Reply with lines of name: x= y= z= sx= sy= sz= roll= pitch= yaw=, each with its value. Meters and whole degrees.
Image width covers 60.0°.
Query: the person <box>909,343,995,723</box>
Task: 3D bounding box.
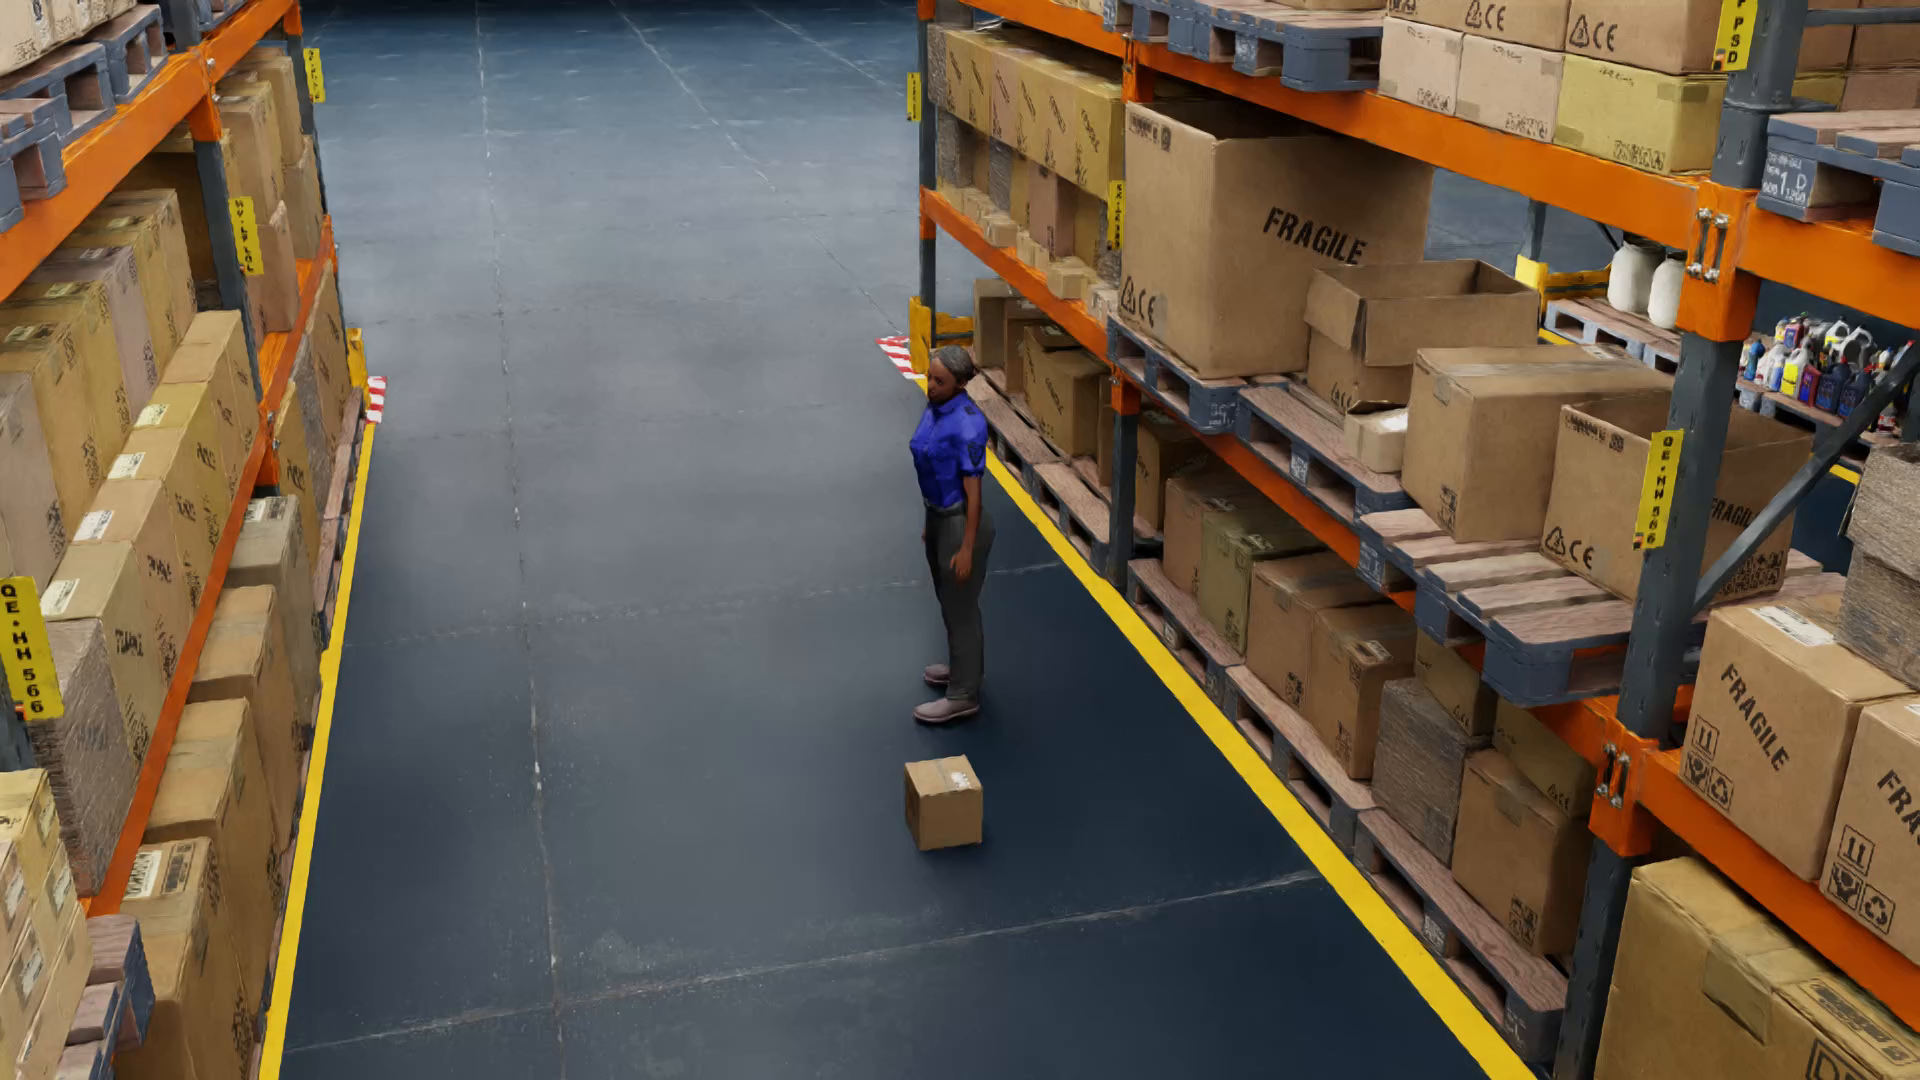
person: x=-0.038 y=-0.032 z=7.135 sx=0.427 sy=1.664 sz=0.601 roll=-9 pitch=25 yaw=-20
